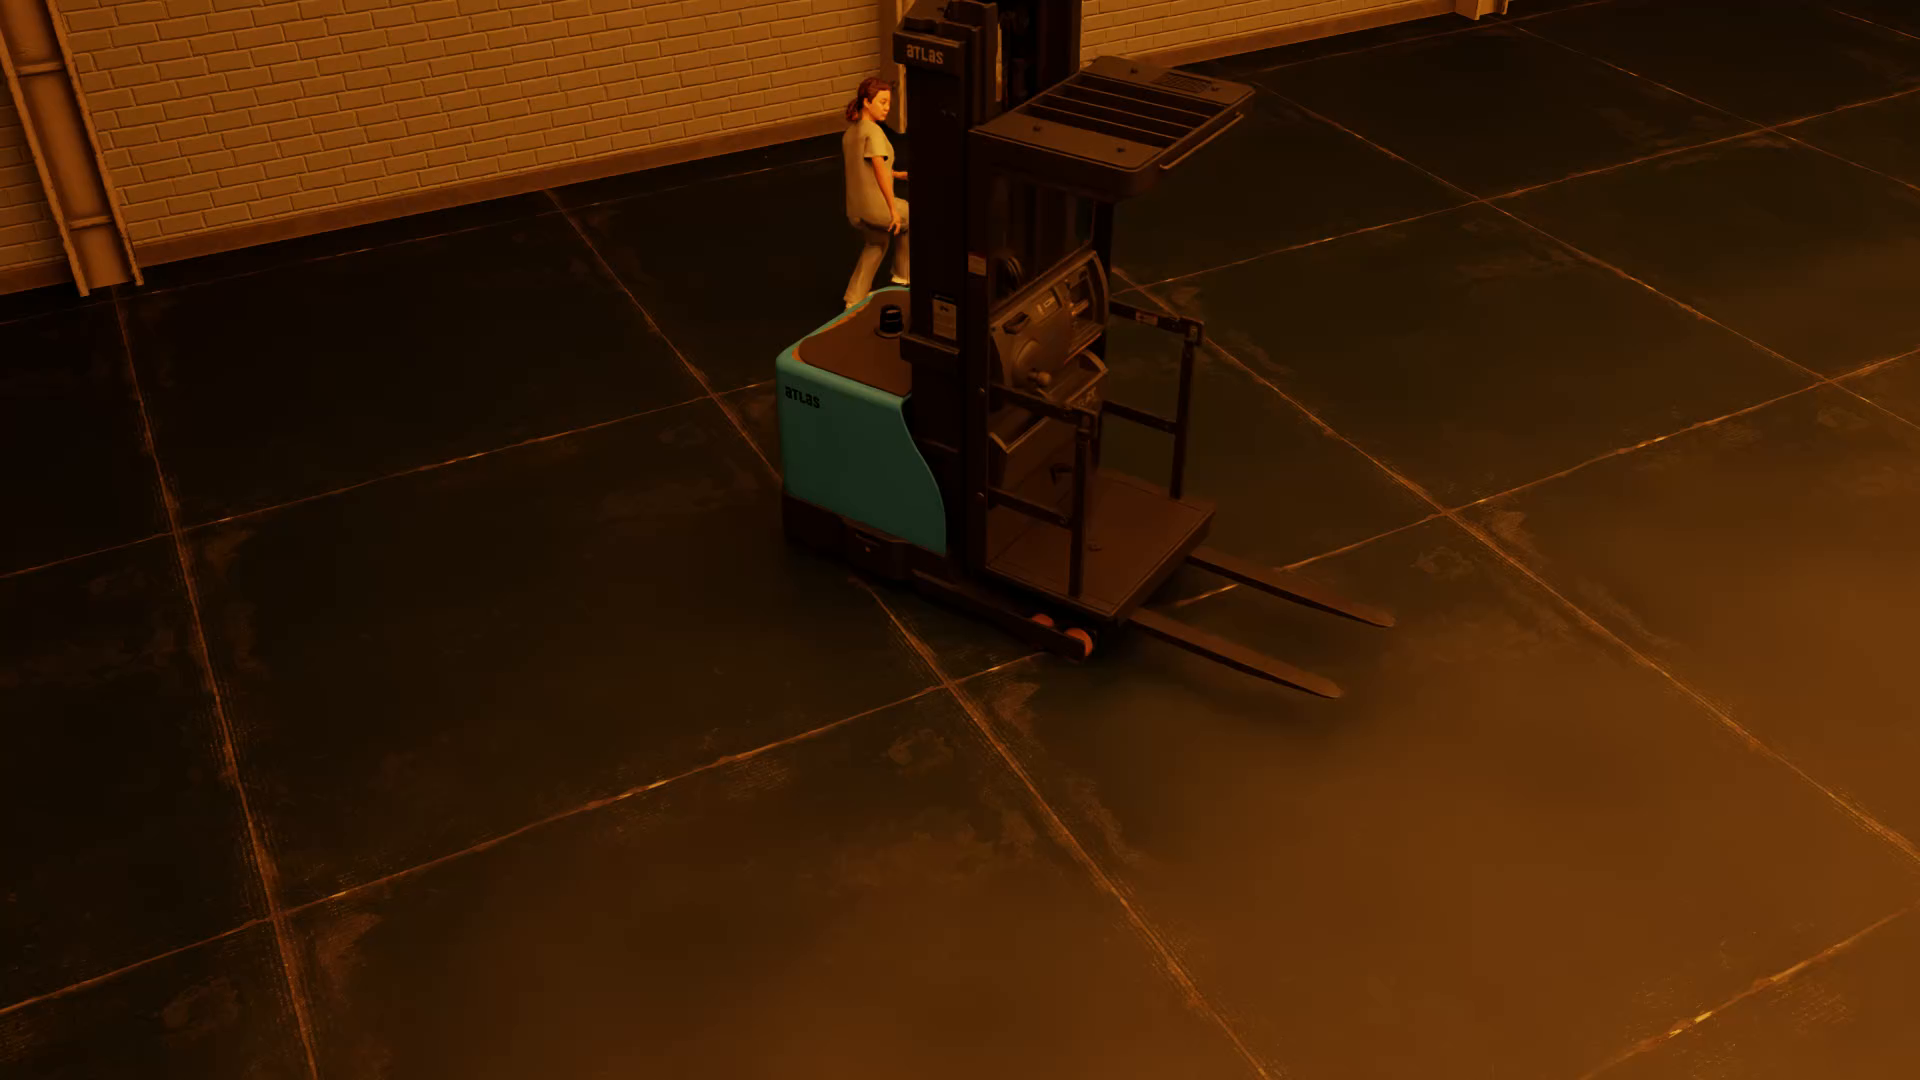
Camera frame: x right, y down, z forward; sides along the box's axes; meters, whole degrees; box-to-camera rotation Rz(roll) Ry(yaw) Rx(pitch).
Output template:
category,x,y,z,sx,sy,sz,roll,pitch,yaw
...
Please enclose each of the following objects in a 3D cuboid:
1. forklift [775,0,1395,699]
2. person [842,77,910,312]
category,x,y,z,sx,sy,sz,roll,pitch,yaw
forklift,0.589,-0.967,7.492,3.031,2.935,1.130,21,40,27
person,-0.415,-2.132,10.410,0.665,1.489,0.728,27,43,32
